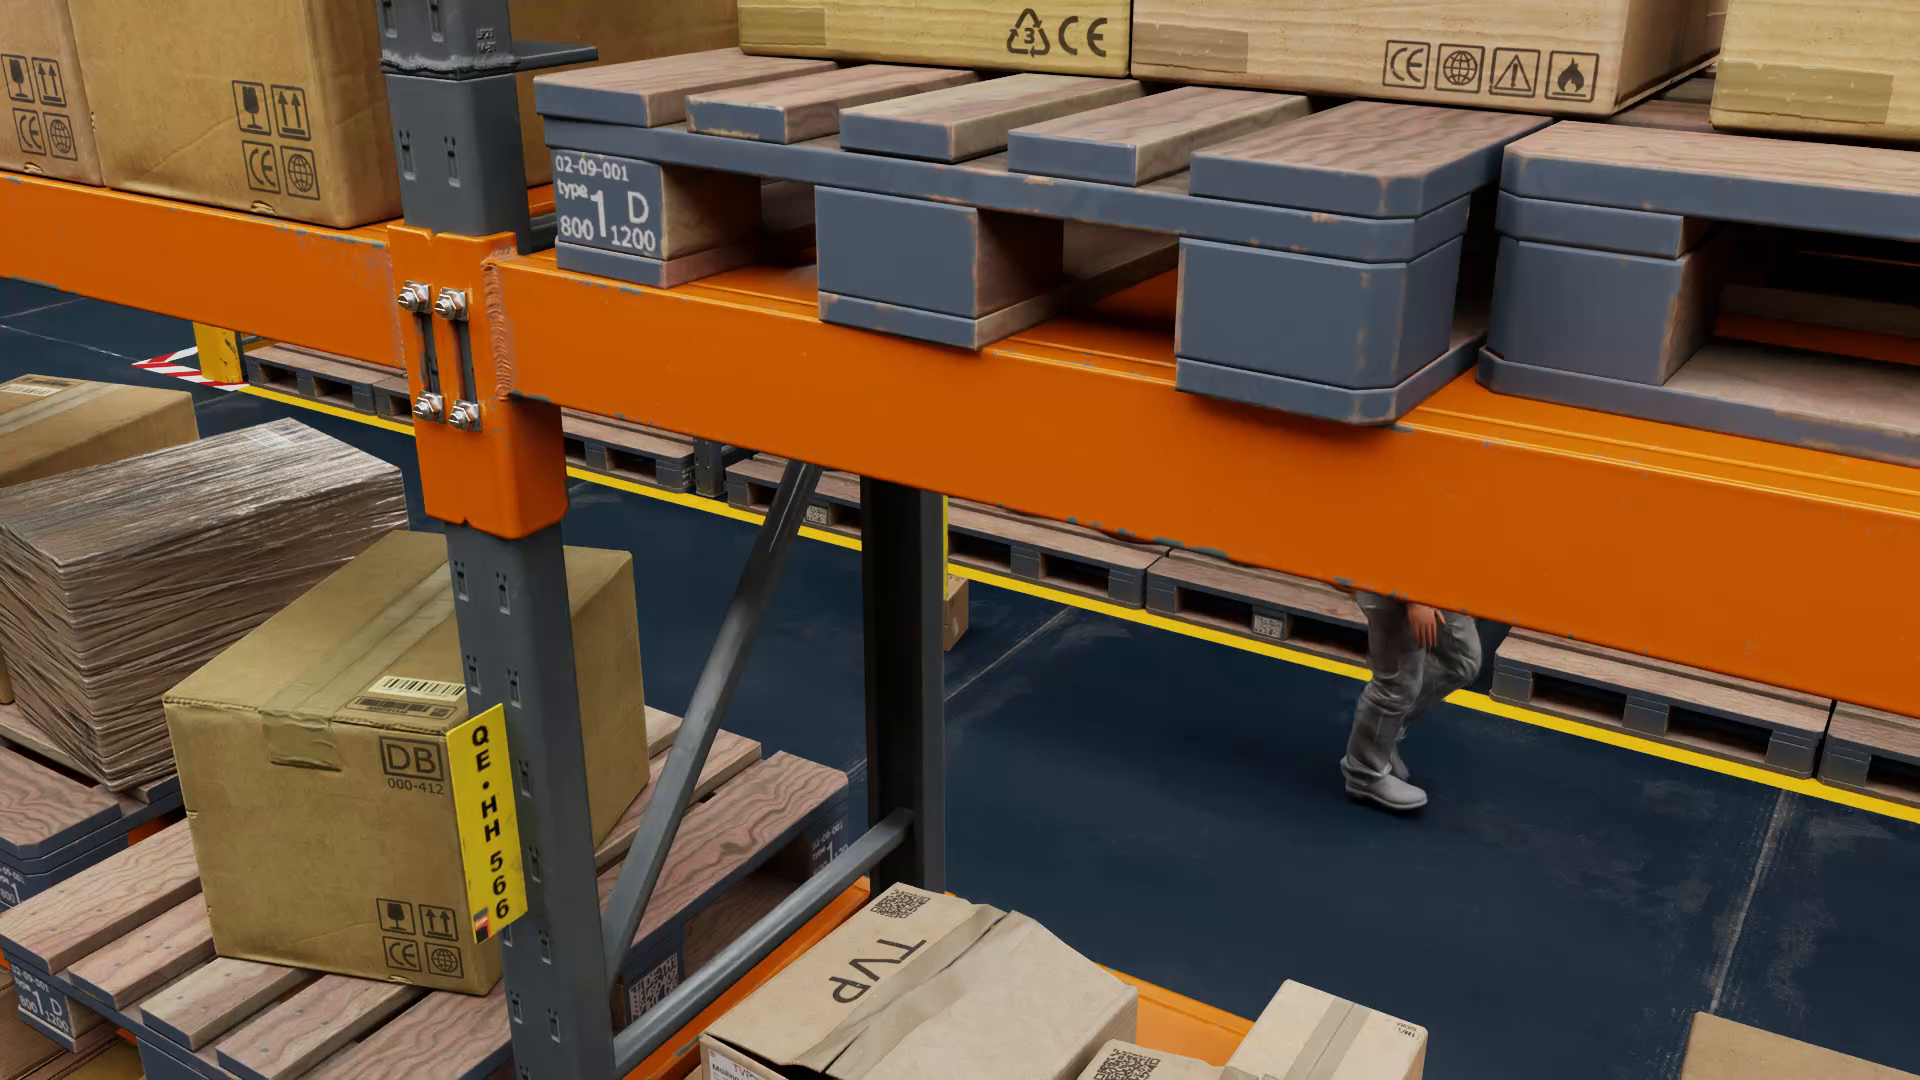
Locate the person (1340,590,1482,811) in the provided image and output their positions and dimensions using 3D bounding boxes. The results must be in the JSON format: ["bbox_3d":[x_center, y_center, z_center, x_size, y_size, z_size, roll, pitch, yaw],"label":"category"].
[{"bbox_3d":[1.581,0.127,5.736,0.467,1.790,0.541,10,25,23],"label":"person"}]
